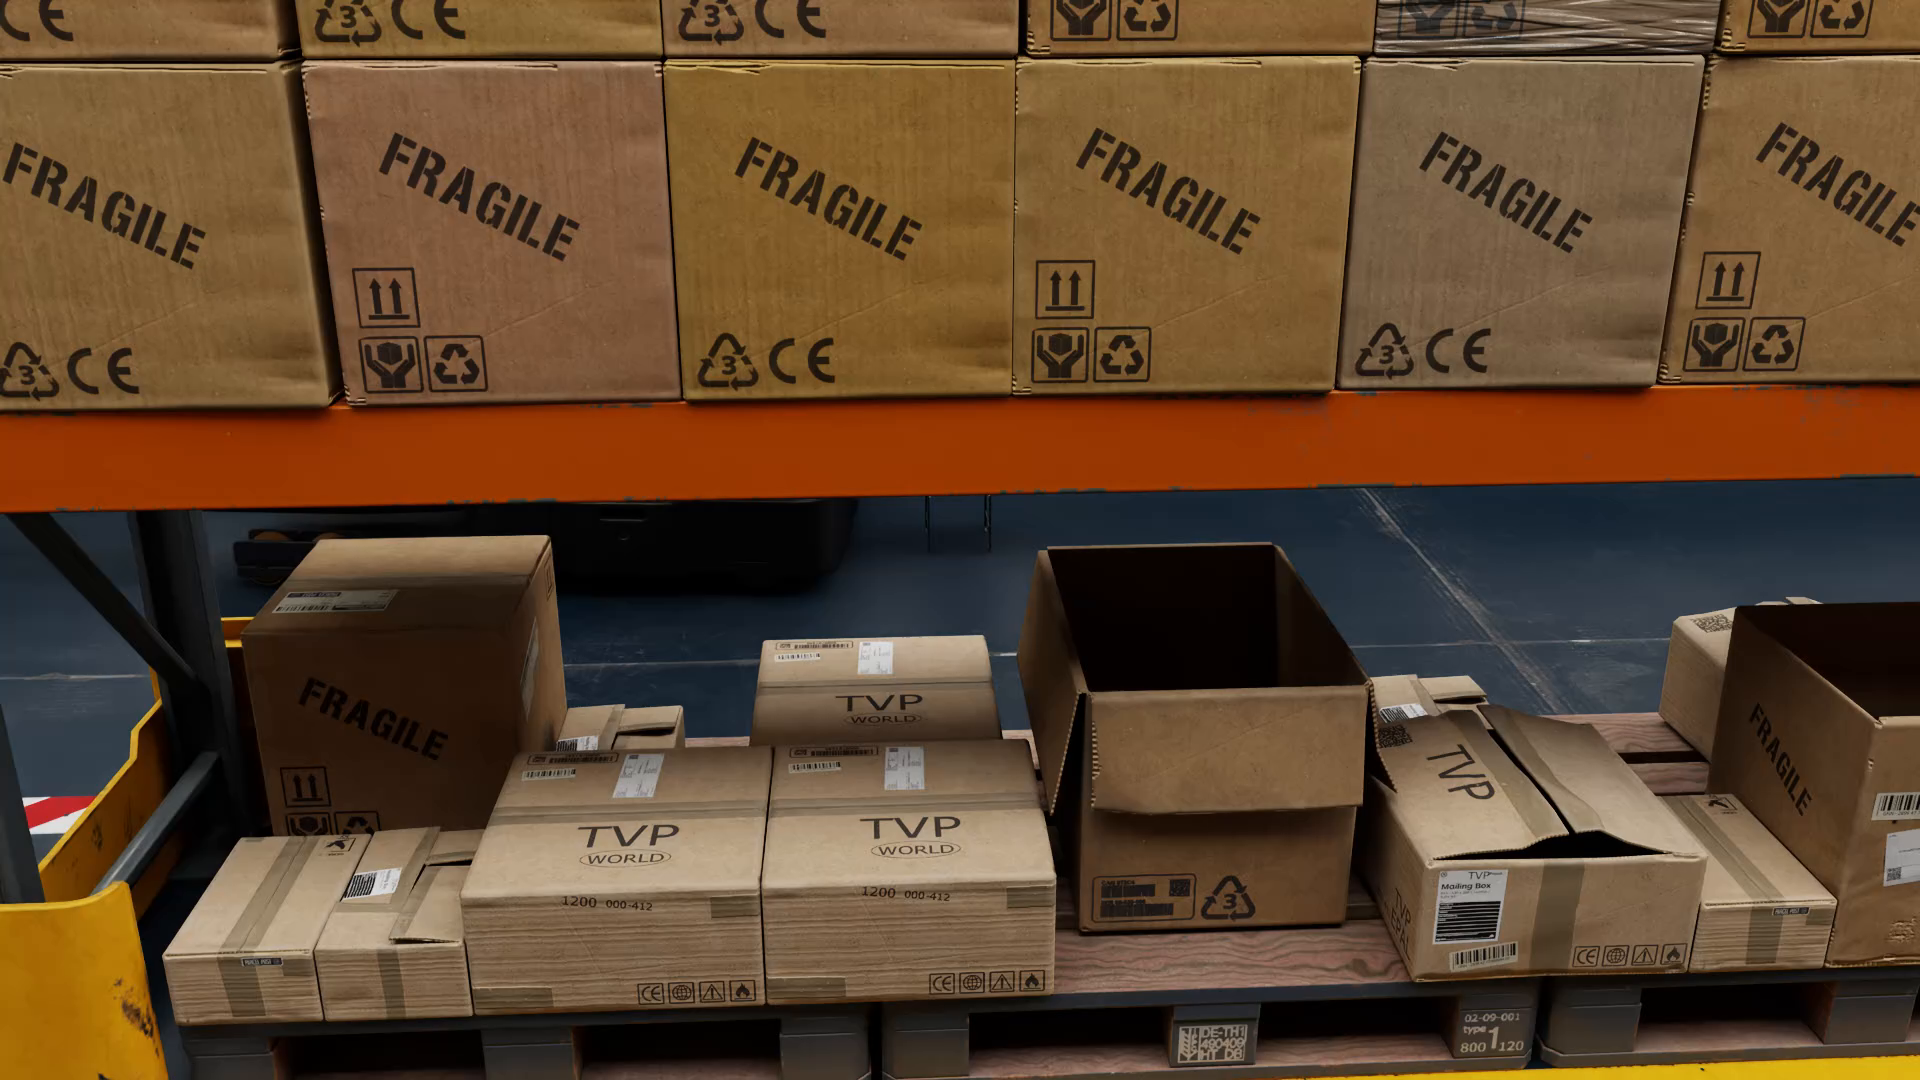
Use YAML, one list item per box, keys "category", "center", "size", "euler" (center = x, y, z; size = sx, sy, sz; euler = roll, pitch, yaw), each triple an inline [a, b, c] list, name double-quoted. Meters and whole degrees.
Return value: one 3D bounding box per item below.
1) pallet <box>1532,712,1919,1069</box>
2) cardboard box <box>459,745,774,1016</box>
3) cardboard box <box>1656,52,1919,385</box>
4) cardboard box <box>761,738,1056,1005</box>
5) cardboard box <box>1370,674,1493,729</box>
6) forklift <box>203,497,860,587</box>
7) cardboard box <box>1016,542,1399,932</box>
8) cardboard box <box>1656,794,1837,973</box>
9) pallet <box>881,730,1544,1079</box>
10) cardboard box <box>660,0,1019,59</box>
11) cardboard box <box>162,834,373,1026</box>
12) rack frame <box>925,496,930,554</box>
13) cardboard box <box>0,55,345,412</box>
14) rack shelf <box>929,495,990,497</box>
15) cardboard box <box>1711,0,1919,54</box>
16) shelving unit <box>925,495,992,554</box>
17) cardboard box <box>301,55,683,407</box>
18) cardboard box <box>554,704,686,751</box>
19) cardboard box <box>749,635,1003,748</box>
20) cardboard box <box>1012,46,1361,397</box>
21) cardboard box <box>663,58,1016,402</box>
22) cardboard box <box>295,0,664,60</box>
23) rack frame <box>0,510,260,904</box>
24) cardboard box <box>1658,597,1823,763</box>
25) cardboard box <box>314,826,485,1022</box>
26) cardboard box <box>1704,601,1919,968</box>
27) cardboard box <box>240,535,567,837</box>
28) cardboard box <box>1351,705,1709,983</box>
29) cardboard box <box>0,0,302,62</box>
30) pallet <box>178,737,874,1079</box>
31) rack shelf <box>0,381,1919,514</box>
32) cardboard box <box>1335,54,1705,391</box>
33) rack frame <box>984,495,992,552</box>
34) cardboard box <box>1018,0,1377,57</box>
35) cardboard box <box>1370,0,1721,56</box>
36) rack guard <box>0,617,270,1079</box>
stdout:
- category: "pallet"
  center: [1.651, 0.686, 3.524]
  size: [1.213, 0.211, 1.003]
  euler: [-1, 21, -3]
- category: "cardboard box"
  center: [-0.599, 0.609, 3.052]
  size: [0.500, 0.250, 0.500]
  euler: [-1, 21, -3]
- category: "cardboard box"
  center: [1.337, -0.566, 2.751]
  size: [0.500, 0.500, 0.500]
  euler: [-1, 21, -2]
- category: "cardboard box"
  center: [-0.100, 0.599, 3.079]
  size: [0.500, 0.250, 0.500]
  euler: [-1, 21, -3]
- category: "cardboard box"
  center: [1.042, 0.440, 3.613]
  size: [0.250, 0.166, 0.380]
  euler: [-1, 21, -3]
- category: "forklift"
  center: [-1.872, -1.408, 5.201]
  size: [3.031, 2.935, 1.130]
  euler: [1, 21, 3]
- category: "cardboard box"
  center: [0.461, 0.370, 3.324]
  size: [0.637, 0.503, 0.797]
  euler: [-1, 21, -3]
- category: "cardboard box"
  center: [1.413, 0.637, 3.121]
  size: [0.250, 0.149, 0.380]
  euler: [-1, 21, -3]
- category: "pallet"
  center: [0.430, 0.711, 3.456]
  size: [1.213, 0.211, 1.003]
  euler: [-1, 21, -3]
- category: "cardboard box"
  center: [-0.178, -1.001, 2.489]
  size: [0.500, 0.500, 0.500]
  euler: [-1, 21, -2]
- category: "cardboard box"
  center: [-1.219, 0.690, 2.981]
  size: [0.250, 0.149, 0.380]
  euler: [-1, 21, -3]
- category: "rack frame"
  center: [-0.110, -0.418, 5.455]
  size: [0.006, 0.900, 0.240]
  euler: [-1, 21, -3]
- category: "cardboard box"
  center: [-1.199, -0.512, 2.610]
  size: [0.500, 0.500, 0.500]
  euler: [-1, 21, -2]
- category: "rack shelf"
  center: [-0.008, -0.221, 5.536]
  size: [0.200, 0.077, 0.258]
  euler: [-1, 21, -3]
- category: "cardboard box"
  center: [1.335, -1.032, 2.569]
  size: [0.500, 0.500, 0.500]
  euler: [-2, 21, -4]
- category: "shelving unit"
  center: [-0.008, -0.420, 5.460]
  size: [0.210, 0.900, 0.258]
  euler: [-1, 21, -3]
- category: "cardboard box"
  center: [-0.684, -0.524, 2.642]
  size: [0.500, 0.500, 0.500]
  euler: [-1, 21, -4]
- category: "cardboard box"
  center: [-0.719, 0.494, 3.472]
  size: [0.250, 0.166, 0.380]
  euler: [-1, 21, -3]
- category: "cardboard box"
  center: [-0.178, 0.422, 3.542]
  size: [0.500, 0.250, 0.500]
  euler: [-1, 21, -3]
- category: "cardboard box"
  center: [0.316, -0.543, 2.692]
  size: [0.500, 0.500, 0.500]
  euler: [-1, 21, -2]
- category: "cardboard box"
  center: [-0.183, -0.534, 2.666]
  size: [0.500, 0.500, 0.500]
  euler: [-1, 21, -3]
- category: "cardboard box"
  center: [-0.678, -0.993, 2.467]
  size: [0.500, 0.500, 0.500]
  euler: [-1, 21, -2]
- category: "rack frame"
  center: [-1.657, -0.550, 2.850]
  size: [0.127, 3.000, 1.000]
  euler: [-1, 21, -3]
- category: "cardboard box"
  center: [1.905, 0.351, 3.643]
  size: [0.500, 0.311, 0.500]
  euler: [-1, 21, -3]
- category: "cardboard box"
  center: [-0.970, 0.677, 2.991]
  size: [0.250, 0.166, 0.380]
  euler: [-1, 21, -3]
- category: "cardboard box"
  center: [1.784, 0.444, 3.135]
  size: [0.500, 0.500, 0.500]
  euler: [-1, 21, -3]
- category: "cardboard box"
  center: [-1.128, 0.314, 3.475]
  size: [0.500, 0.500, 0.500]
  euler: [-1, 21, -3]
- category: "cardboard box"
  center: [1.035, 0.547, 3.128]
  size: [0.500, 0.311, 0.500]
  euler: [-1, 21, -3]
- category: "cardboard box"
  center: [-1.199, -0.979, 2.432]
  size: [0.500, 0.500, 0.500]
  euler: [-1, 21, -1]
- category: "pallet"
  center: [-0.785, 0.735, 3.394]
  size: [1.213, 0.211, 1.003]
  euler: [-1, 21, -3]
- category: "rack shelf"
  center: [0.340, -0.254, 3.085]
  size: [4.000, 0.370, 1.077]
  euler: [-1, 21, -3]
- category: "cardboard box"
  center: [0.825, -0.555, 2.721]
  size: [0.500, 0.500, 0.500]
  euler: [-1, 21, -2]
- category: "rack frame"
  center: [0.093, -0.422, 5.466]
  size: [0.006, 0.900, 0.240]
  euler: [-1, 21, -3]
- category: "cardboard box"
  center: [0.329, -1.012, 2.517]
  size: [0.500, 0.500, 0.500]
  euler: [-1, 21, -4]
- category: "cardboard box"
  center: [0.832, -1.022, 2.543]
  size: [0.500, 0.500, 0.500]
  euler: [-1, 21, -3]
- category: "rack guard"
  center: [-1.581, 0.617, 3.299]
  size: [0.348, 0.500, 1.175]
  euler: [-1, 21, -3]
